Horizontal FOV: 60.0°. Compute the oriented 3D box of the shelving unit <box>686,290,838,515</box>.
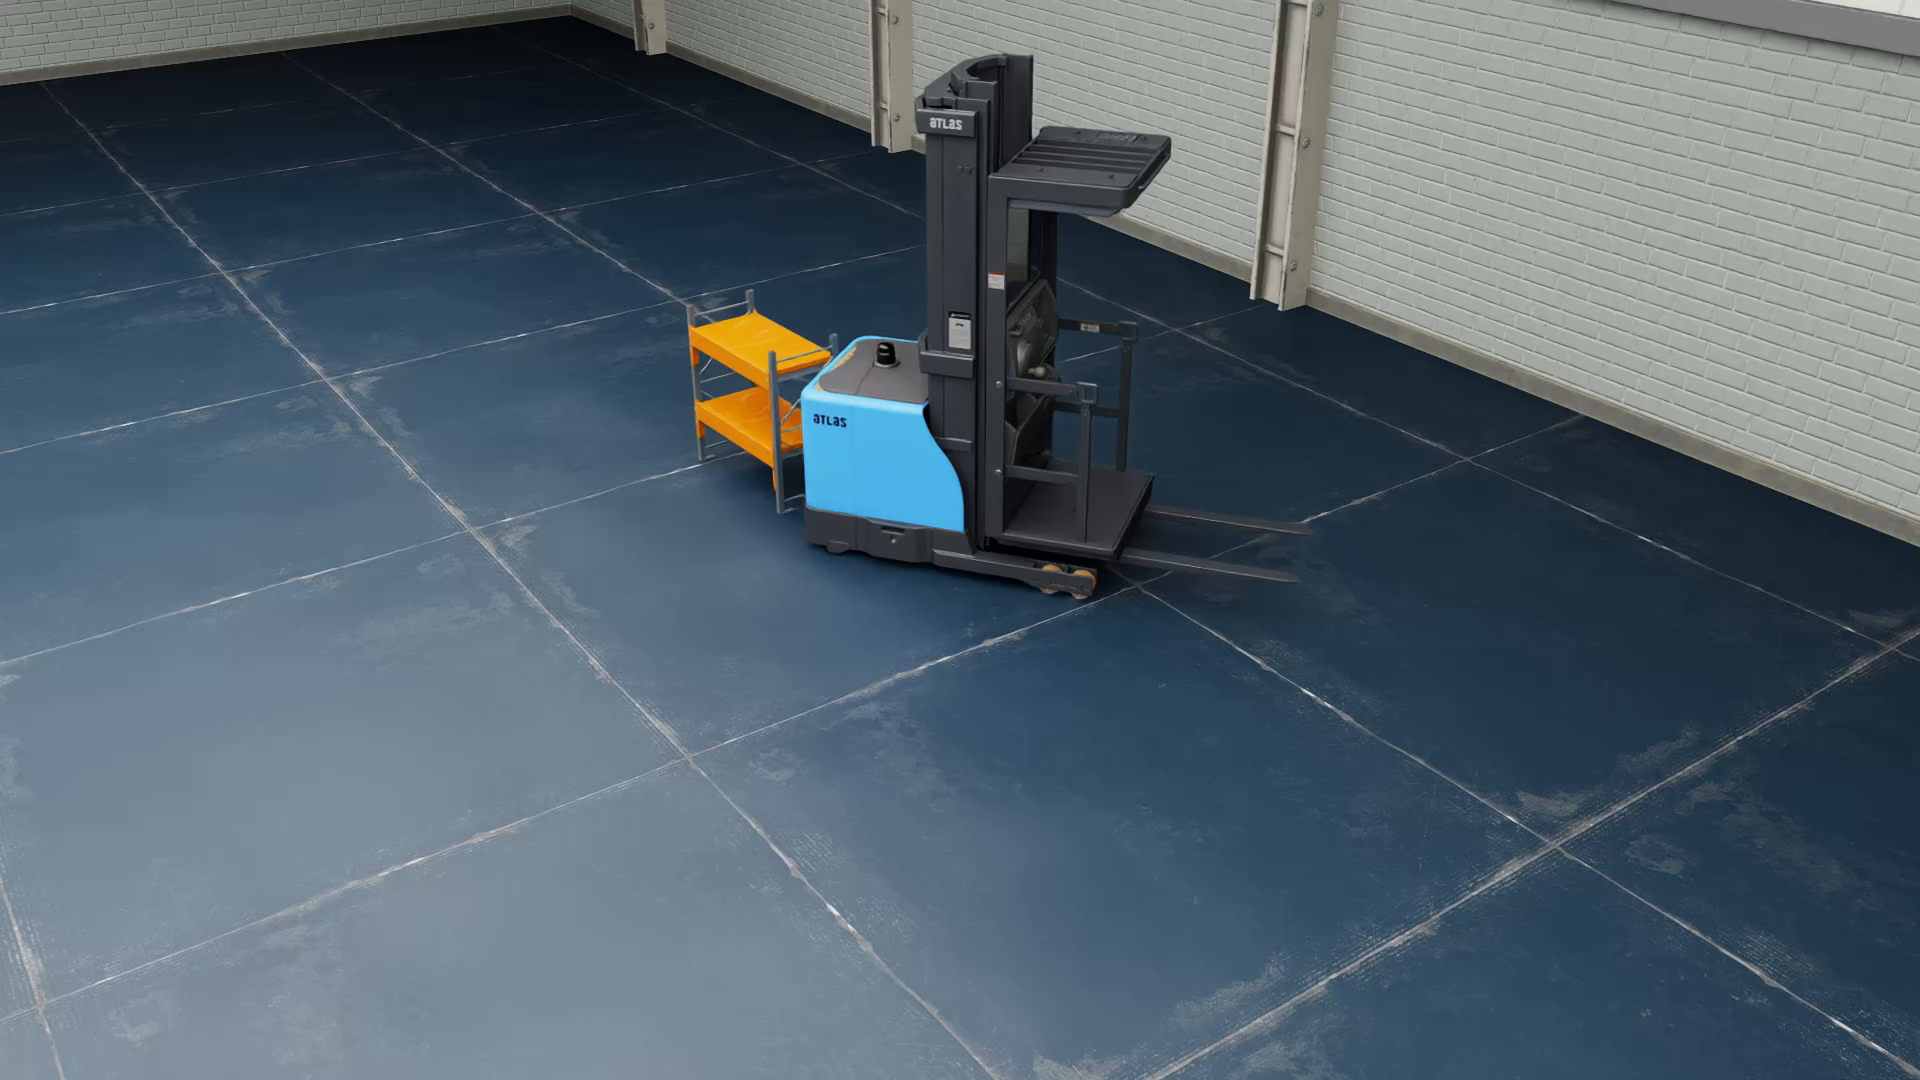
[{"bbox_3d":[-1.290,-0.928,11.006,0.538,1.125,1.048,-20,34,-32],"label":"shelving unit"}]

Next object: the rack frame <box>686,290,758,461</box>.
[{"bbox_3d":[-1.600,-1.120,11.361,0.500,1.125,0.032,-20,34,-32],"label":"rack frame"}]

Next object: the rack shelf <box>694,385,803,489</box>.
[{"bbox_3d":[-1.290,-0.713,11.123,0.538,0.278,1.000,-20,34,-32],"label":"rack shelf"}]

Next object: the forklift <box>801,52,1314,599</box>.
[{"bbox_3d":[0.610,-1.227,9.666,3.031,2.935,1.130,9,30,16],"label":"forklift"}]

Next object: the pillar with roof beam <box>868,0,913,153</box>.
[{"bbox_3d":[-4.258,-7.146,14.205,9.100,9.000,0.400,-19,34,-31],"label":"pillar with roof beam"}]

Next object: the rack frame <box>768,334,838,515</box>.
[{"bbox_3d":[-0.980,-0.735,10.652,0.500,1.125,0.032,-20,34,-32],"label":"rack frame"}]

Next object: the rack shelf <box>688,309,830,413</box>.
[{"bbox_3d":[-1.290,-1.185,10.867,0.538,0.278,1.000,-20,34,-32],"label":"rack shelf"}]

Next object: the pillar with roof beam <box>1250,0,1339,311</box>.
[{"bbox_3d":[-0.778,-4.813,9.910,9.100,9.000,0.400,-19,34,-31],"label":"pillar with roof beam"}]

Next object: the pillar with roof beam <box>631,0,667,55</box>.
[{"bbox_3d":[-7.738,-9.478,18.500,9.100,9.000,0.400,-19,34,-31],"label":"pillar with roof beam"}]
